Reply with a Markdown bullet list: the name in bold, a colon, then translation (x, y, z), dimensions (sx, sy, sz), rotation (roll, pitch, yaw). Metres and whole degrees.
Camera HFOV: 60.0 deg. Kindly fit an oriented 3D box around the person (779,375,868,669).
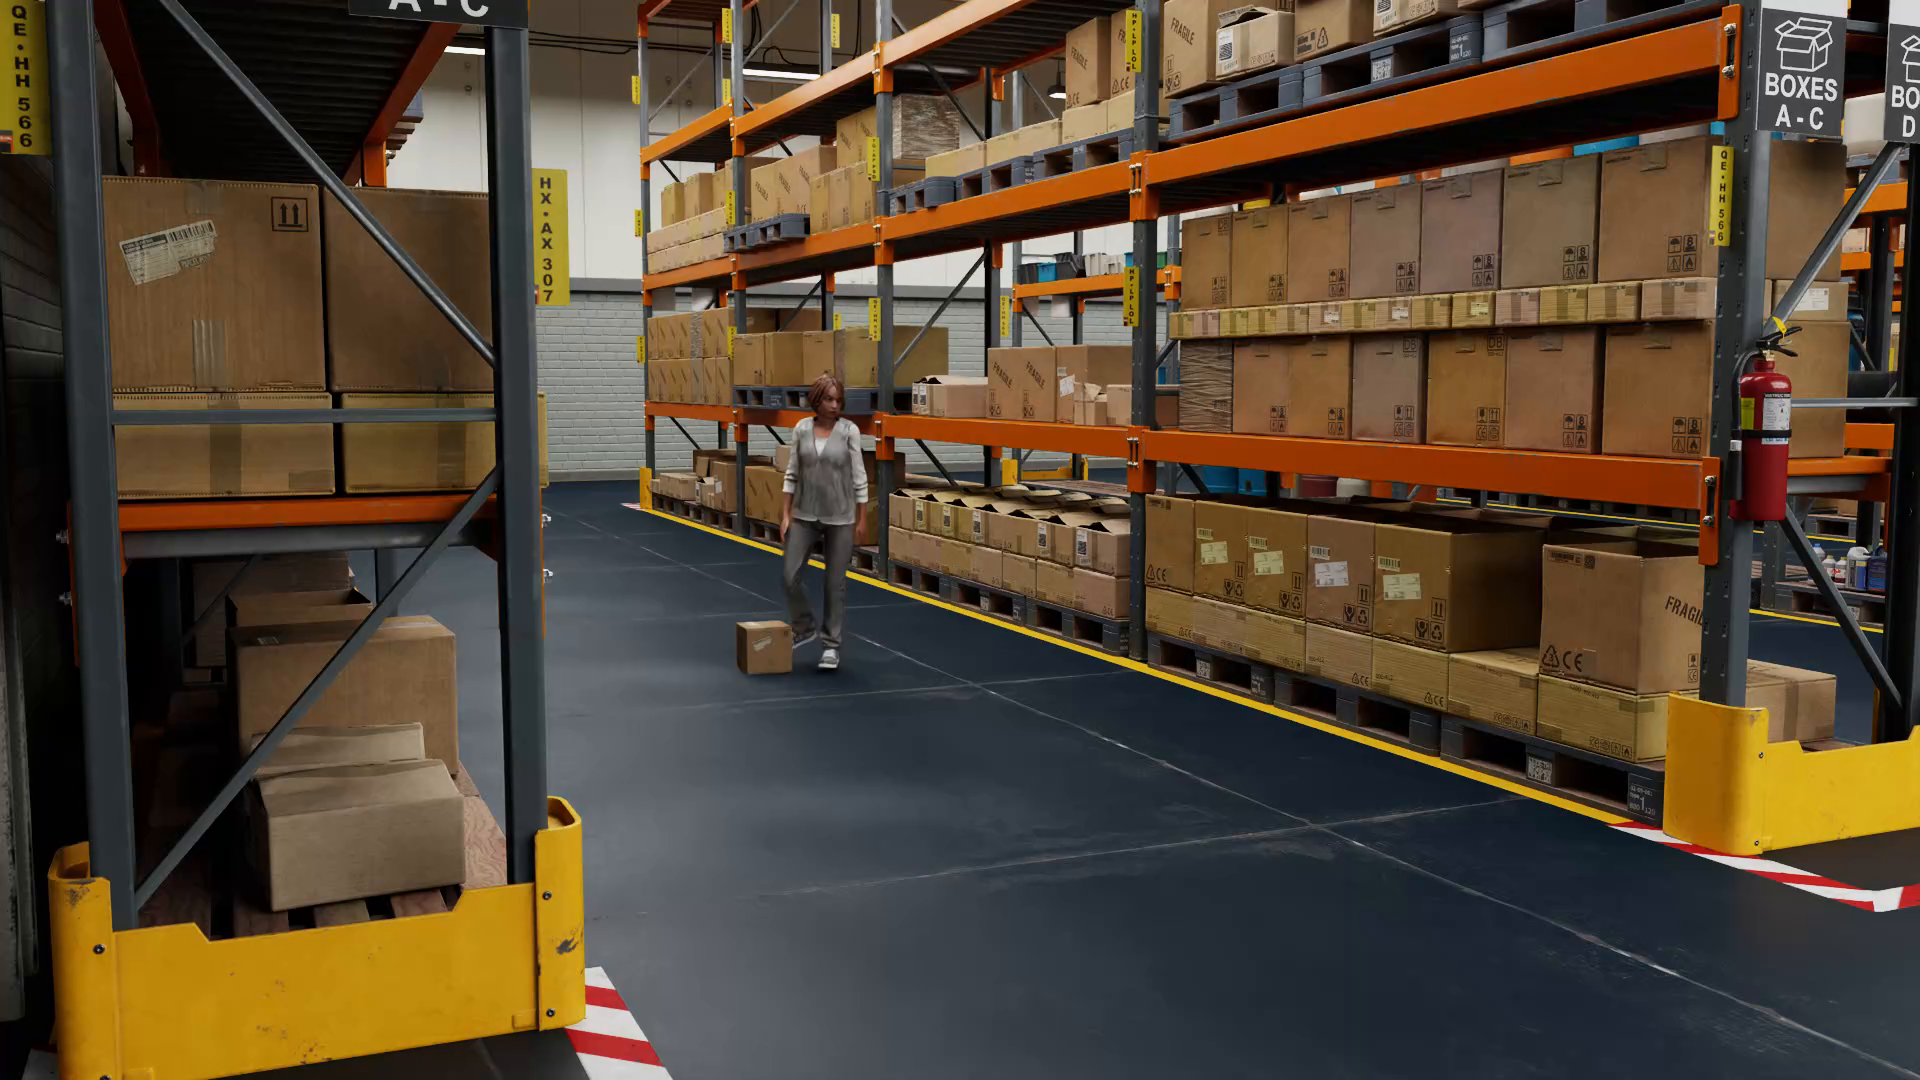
- **person**: translation (-0.772, -0.096, 9.015), dimensions (0.567, 1.590, 0.415), rotation (1, 6, 7)
